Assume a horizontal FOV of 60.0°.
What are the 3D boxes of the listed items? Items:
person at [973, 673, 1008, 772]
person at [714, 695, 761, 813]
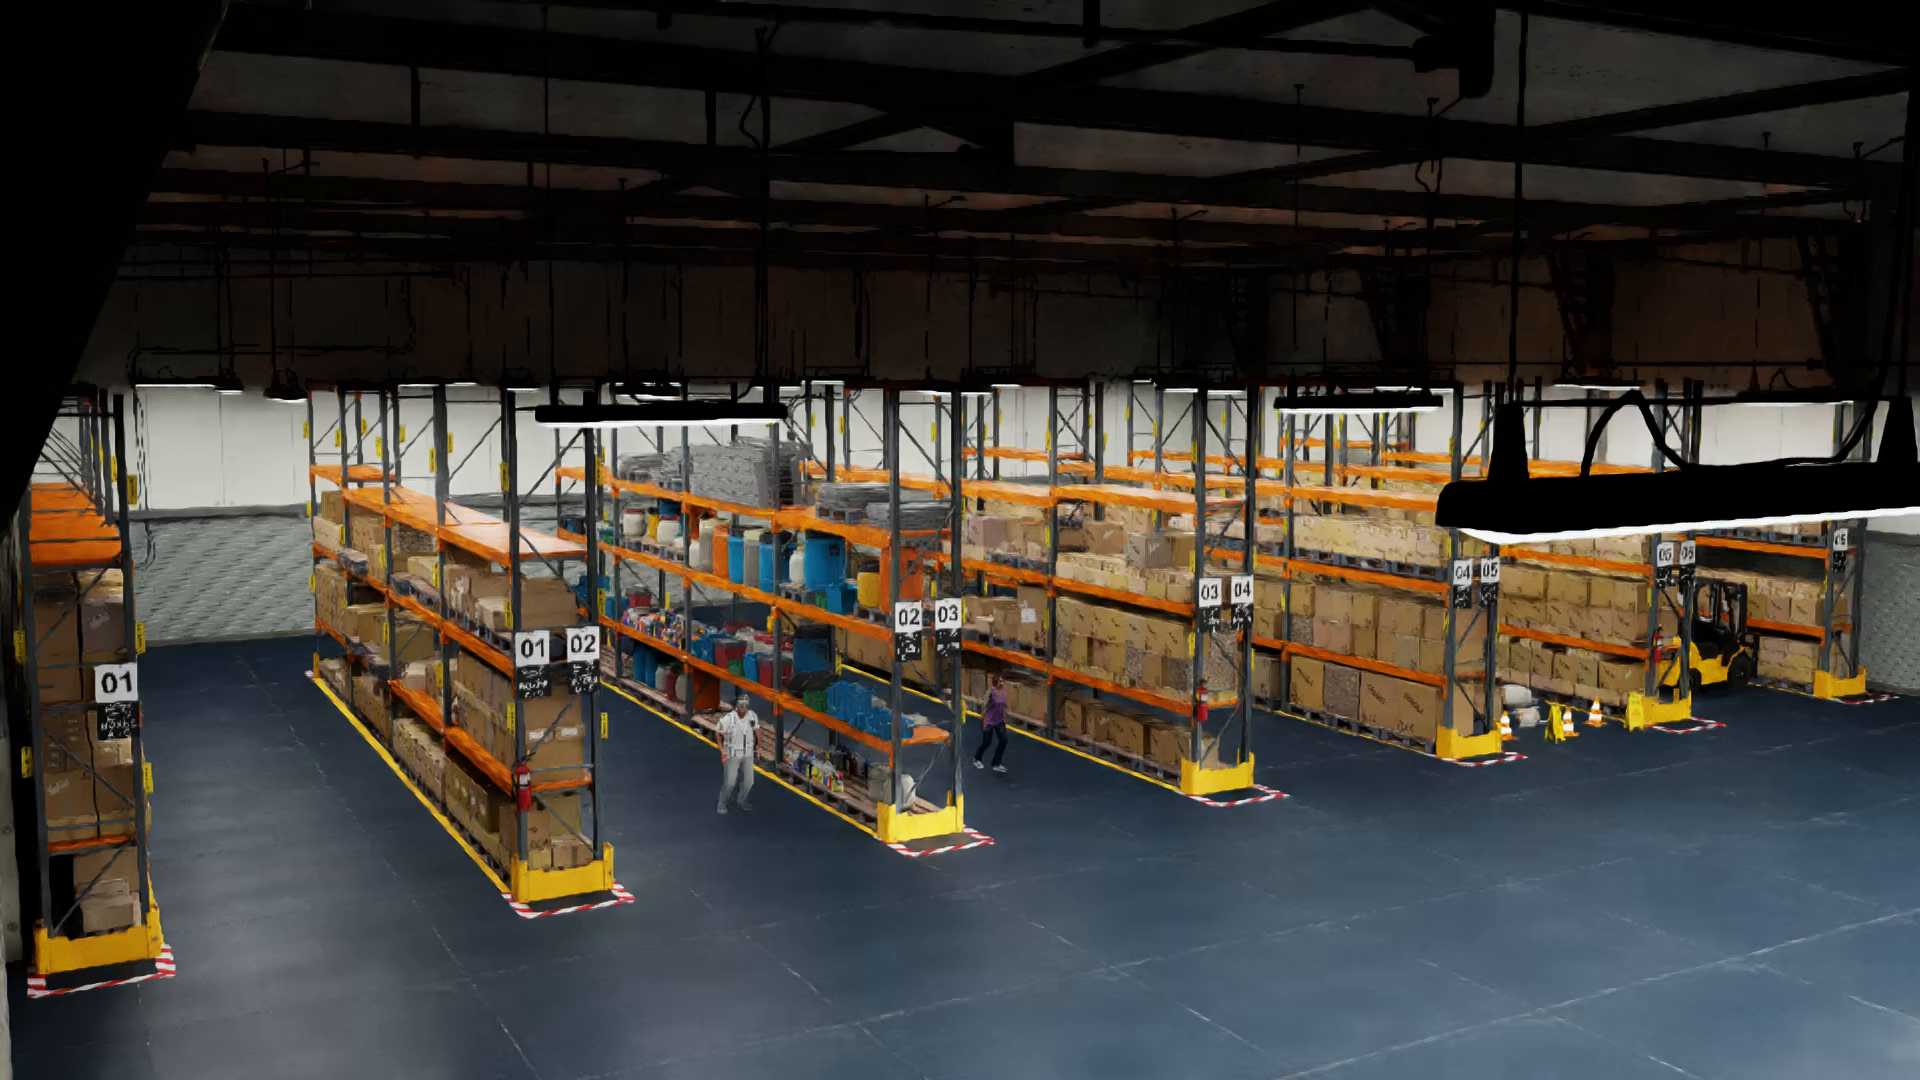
[{"bbox_3d":[0.468,2.808,25.895,0.544,1.562,0.615,-5,8,-38],"label":"person"},{"bbox_3d":[-3.126,2.993,23.445,0.682,1.715,0.542,-4,7,-31],"label":"person"}]
